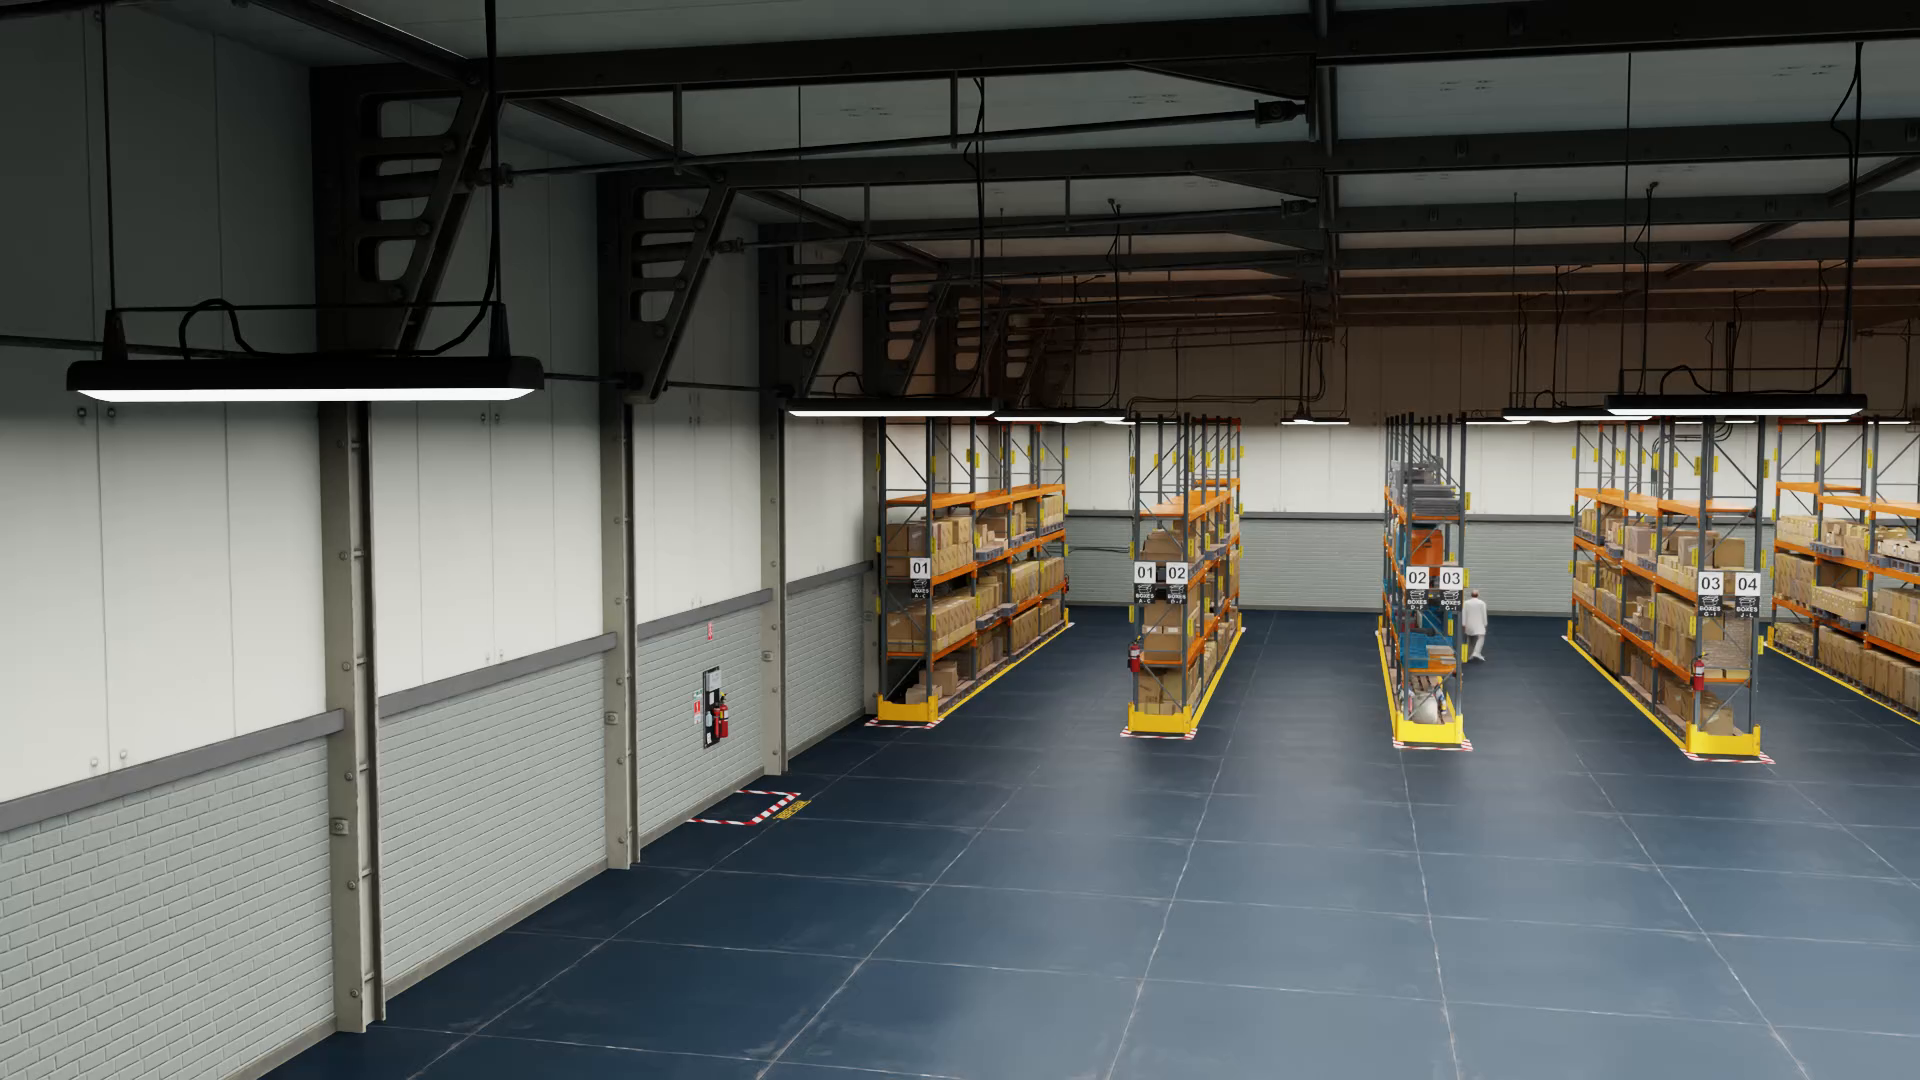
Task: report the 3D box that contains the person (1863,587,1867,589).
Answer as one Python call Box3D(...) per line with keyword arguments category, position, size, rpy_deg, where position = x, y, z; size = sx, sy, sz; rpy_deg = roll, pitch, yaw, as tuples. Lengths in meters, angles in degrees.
Box3D(category="person", position=(23.139, 2.027, 42.393), size=(0.518, 1.673, 0.497), rpy_deg=(1, 4, 17))

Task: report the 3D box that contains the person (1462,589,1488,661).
Box3D(category="person", position=(12.593, 2.082, 40.706), size=(0.609, 1.764, 0.935), rpy_deg=(2, 4, 28))
